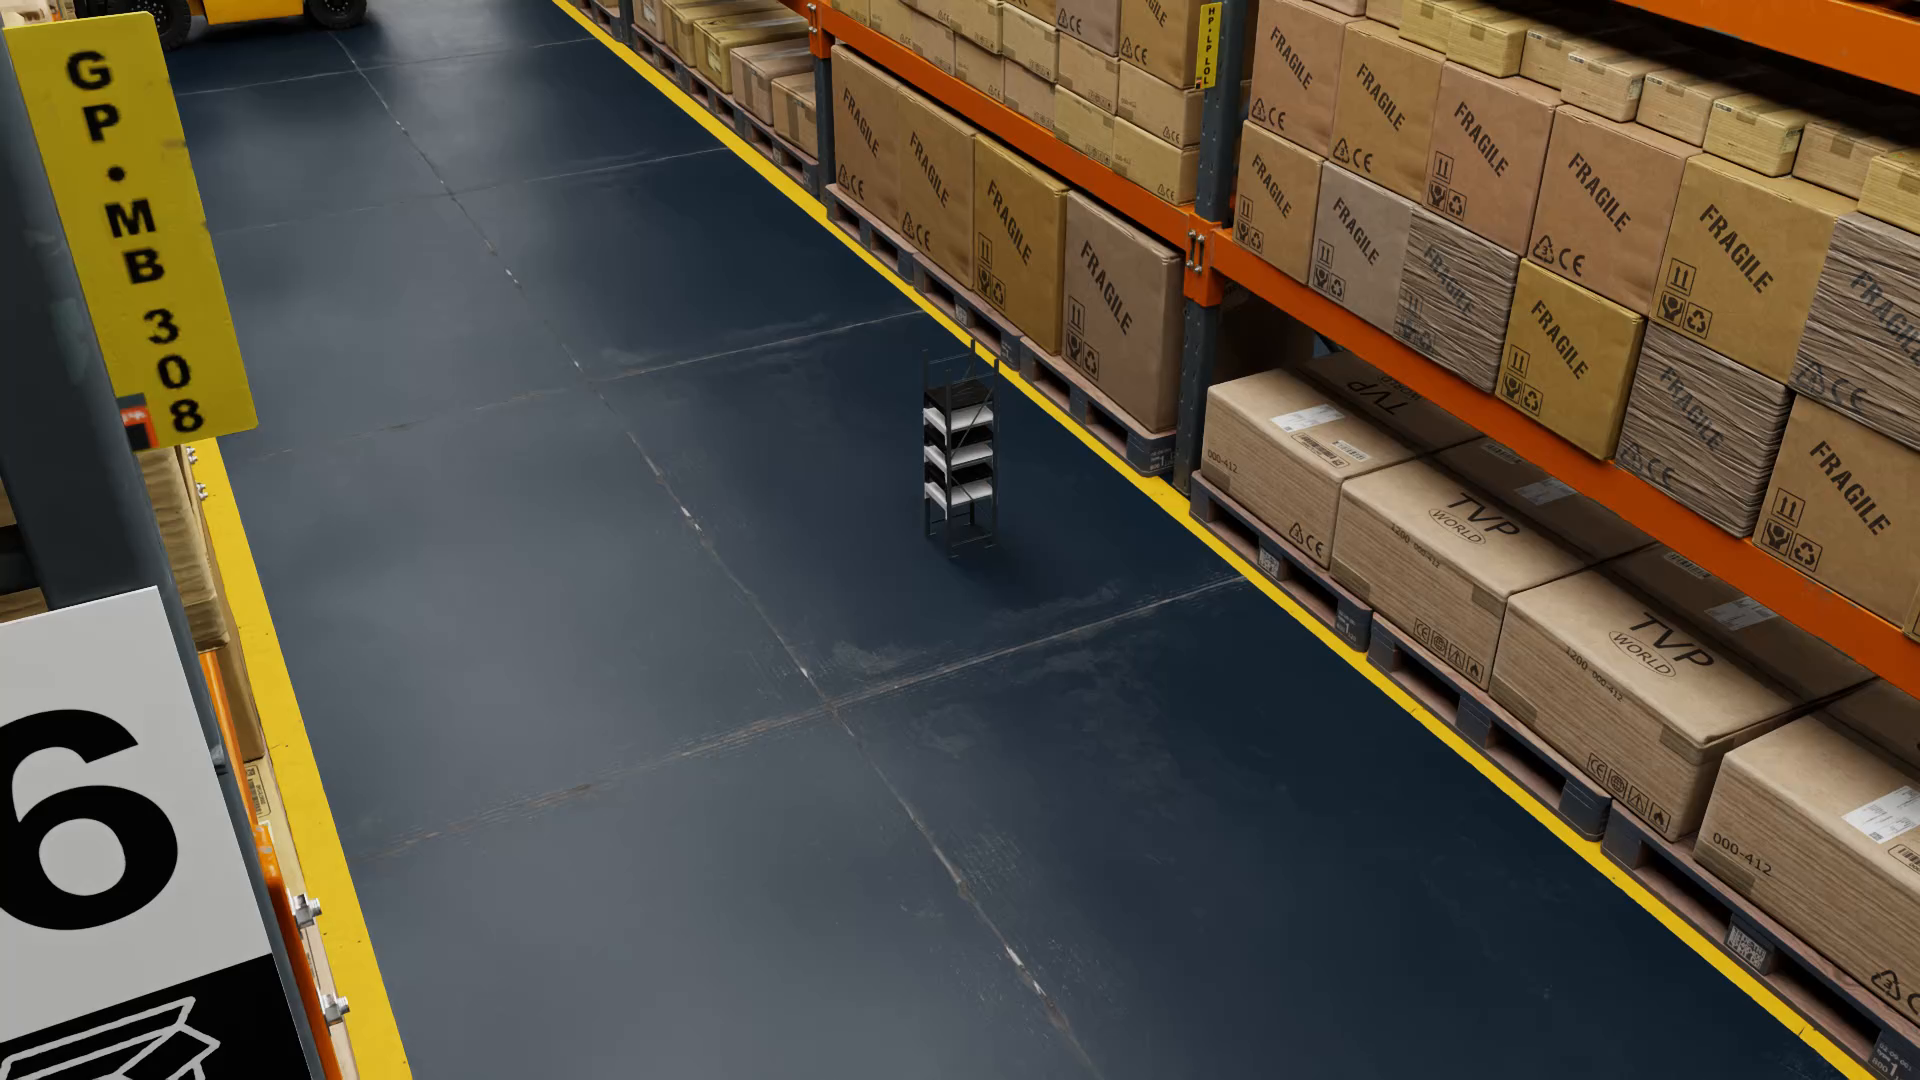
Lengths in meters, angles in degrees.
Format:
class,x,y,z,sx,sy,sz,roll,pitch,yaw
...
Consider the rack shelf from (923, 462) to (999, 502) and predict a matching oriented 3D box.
class,x,y,z,sx,sy,sz,roll,pitch,yaw
rack shelf,0.004,-0.271,7.068,0.258,0.077,0.200,-16,36,-23

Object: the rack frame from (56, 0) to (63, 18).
class,x,y,z,sx,sy,sz,roll,pitch,yaw
rack frame,-4.811,-2.265,8.005,1.000,3.000,0.127,-16,36,-23

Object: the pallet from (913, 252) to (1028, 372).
class,x,y,z,sx,sy,sz,roll,pitch,yaw
pallet,0.444,-1.365,9.184,1.003,0.211,1.213,-16,36,-23

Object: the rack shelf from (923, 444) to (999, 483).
class,x,y,z,sx,sy,sz,roll,pitch,yaw
rack shelf,0.004,-0.347,7.019,0.258,0.077,0.200,-16,36,-23

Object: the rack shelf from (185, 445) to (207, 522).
class,x,y,z,sx,sy,sz,roll,pitch,yaw
rack shelf,-3.878,-1.008,6.709,1.077,0.370,4.000,-16,36,-23

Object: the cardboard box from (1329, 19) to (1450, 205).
class,x,y,z,sx,sy,sz,roll,pitch,yaw
cardboard box,1.681,-1.539,5.852,0.500,0.500,0.500,-16,36,-24

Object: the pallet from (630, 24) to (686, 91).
class,x,y,z,sx,sy,sz,roll,pitch,yaw
pallet,-1.922,-3.879,13.109,1.003,0.211,1.213,-16,36,-23

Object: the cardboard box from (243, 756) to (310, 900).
class,x,y,z,sx,sy,sz,roll,pitch,yaw
cardboard box,-1.529,0.725,3.201,0.500,0.250,0.500,-17,36,-24

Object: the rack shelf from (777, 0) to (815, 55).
class,x,y,z,sx,sy,sz,roll,pitch,yaw
rack shelf,-1.354,-4.167,11.640,1.077,0.370,4.000,-16,36,-23

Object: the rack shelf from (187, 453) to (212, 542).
class,x,y,z,sx,sy,sz,roll,pitch,yaw
rack shelf,-2.013,0.901,3.730,1.077,0.370,4.000,-16,36,-23

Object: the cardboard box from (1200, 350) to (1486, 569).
class,x,y,z,sx,sy,sz,roll,pitch,yaw
cardboard box,1.641,-0.378,7.045,0.875,0.438,0.875,-16,36,-24

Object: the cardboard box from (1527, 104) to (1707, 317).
class,x,y,z,sx,sy,sz,roll,pitch,yaw
cardboard box,2.143,-1.050,5.089,0.500,0.500,0.500,-16,36,-23

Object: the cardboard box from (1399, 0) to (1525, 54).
class,x,y,z,sx,sy,sz,roll,pitch,yaw
cardboard box,1.713,-1.763,5.600,0.380,0.149,0.250,-16,36,-23

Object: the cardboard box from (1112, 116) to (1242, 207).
class,x,y,z,sx,sy,sz,roll,pitch,yaw
cardboard box,1.011,-1.694,7.252,0.500,0.250,0.500,-17,36,-24

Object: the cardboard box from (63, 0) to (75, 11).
class,x,y,z,sx,sy,sz,roll,pitch,yaw
cardboard box,-6.624,-3.924,11.827,0.500,0.250,0.500,-16,36,-24

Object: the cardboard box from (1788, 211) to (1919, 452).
class,x,y,z,sx,sy,sz,roll,pitch,yaw
cardboard box,2.603,-0.573,4.344,0.500,0.500,0.500,-16,36,-23

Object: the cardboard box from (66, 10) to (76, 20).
class,x,y,z,sx,sy,sz,roll,pitch,yaw
cardboard box,-6.628,-3.712,11.960,0.500,0.250,0.500,-16,36,-23

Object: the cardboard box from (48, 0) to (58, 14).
class,x,y,z,sx,sy,sz,roll,pitch,yaw
cardboard box,-2.248,-1.269,3.532,0.500,0.250,0.500,-17,36,-25

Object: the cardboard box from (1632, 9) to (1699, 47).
class,x,y,z,sx,sy,sz,roll,pitch,yaw
cardboard box,2.409,-1.650,5.424,0.380,0.149,0.250,-17,36,-24

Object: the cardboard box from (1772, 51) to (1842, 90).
class,x,y,z,sx,sy,sz,roll,pitch,yaw
cardboard box,2.702,-1.423,5.070,0.380,0.149,0.250,-17,36,-24

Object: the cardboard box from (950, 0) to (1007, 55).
class,x,y,z,sx,sy,sz,roll,pitch,yaw
cardboard box,0.282,-2.625,8.243,0.500,0.250,0.500,-15,36,-22

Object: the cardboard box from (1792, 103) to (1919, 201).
class,x,y,z,sx,sy,sz,roll,pitch,yaw
cardboard box,2.489,-1.045,4.480,0.380,0.149,0.250,-16,36,-24

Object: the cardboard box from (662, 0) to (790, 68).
class,x,y,z,sx,sy,sz,roll,pitch,yaw
cardboard box,-1.702,-3.903,12.608,0.950,0.372,0.625,-14,35,-20

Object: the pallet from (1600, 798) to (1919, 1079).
class,x,y,z,sx,sy,sz,roll,pitch,yaw
pallet,2.866,1.115,5.314,1.003,0.211,1.213,-16,36,-23

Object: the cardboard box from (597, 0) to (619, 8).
class,x,y,z,sx,sy,sz,roll,pitch,yaw
cardboard box,-2.800,-4.658,13.899,0.500,0.250,0.500,-14,35,-21

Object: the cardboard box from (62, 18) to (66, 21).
class,x,y,z,sx,sy,sz,roll,pitch,yaw
cardboard box,-3.886,-1.753,6.720,0.797,0.503,0.637,-17,36,-24

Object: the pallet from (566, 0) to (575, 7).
class,x,y,z,sx,sy,sz,roll,pitch,yaw
pallet,-3.204,-5.145,15.084,1.003,0.211,1.213,-16,36,-23

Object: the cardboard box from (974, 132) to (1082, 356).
class,x,y,z,sx,sy,sz,roll,pitch,yaw
cardboard box,0.656,-1.593,8.537,0.875,0.875,0.875,-15,36,-22

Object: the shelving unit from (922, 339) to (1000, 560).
class,x,y,z,sx,sy,sz,roll,pitch,yaw
shelving unit,0.004,-0.375,7.001,0.258,0.900,0.210,-16,36,-23

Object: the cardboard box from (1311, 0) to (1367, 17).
class,x,y,z,sx,sy,sz,roll,pitch,yaw
cardboard box,1.495,-2.008,5.984,0.380,0.149,0.250,-15,36,-22

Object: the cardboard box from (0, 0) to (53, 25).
class,x,y,z,sx,sy,sz,roll,pitch,yaw
cardboard box,-1.286,-0.505,1.877,0.500,0.250,0.500,-16,36,-23

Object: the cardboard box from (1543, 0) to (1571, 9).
class,x,y,z,sx,sy,sz,roll,pitch,yaw
cardboard box,2.137,-1.885,5.791,0.380,0.149,0.250,-16,36,-23

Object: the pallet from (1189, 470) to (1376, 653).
class,x,y,z,sx,sy,sz,roll,pitch,yaw
pallet,1.729,-0.050,7.132,1.003,0.211,1.213,-16,36,-23

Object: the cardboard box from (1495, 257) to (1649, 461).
class,x,y,z,sx,sy,sz,roll,pitch,yaw
cardboard box,2.128,-0.633,5.364,0.500,0.500,0.500,-15,35,-22

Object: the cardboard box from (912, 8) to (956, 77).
class,x,y,z,sx,sy,sz,roll,pitch,yaw
cardboard box,0.079,-2.663,8.765,0.500,0.250,0.500,-15,35,-22

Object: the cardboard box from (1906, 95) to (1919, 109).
class,x,y,z,sx,sy,sz,roll,pitch,yaw
cardboard box,2.875,-1.166,4.668,0.380,0.149,0.250,-16,36,-23

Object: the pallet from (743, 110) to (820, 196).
class,x,y,z,sx,sy,sz,roll,pitch,yaw
pallet,-0.785,-2.714,11.291,1.003,0.211,1.213,-16,36,-23

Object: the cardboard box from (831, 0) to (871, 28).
class,x,y,z,sx,sy,sz,roll,pitch,yaw
cardboard box,-0.416,-3.155,9.534,0.500,0.250,0.500,-17,36,-24

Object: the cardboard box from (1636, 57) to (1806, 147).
class,x,y,z,sx,sy,sz,roll,pitch,yaw
cardboard box,2.215,-1.280,4.846,0.380,0.149,0.250,-15,35,-22

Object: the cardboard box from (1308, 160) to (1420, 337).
class,x,y,z,sx,sy,sz,roll,pitch,yaw
cardboard box,1.662,-1.118,6.121,0.500,0.500,0.500,-16,36,-23

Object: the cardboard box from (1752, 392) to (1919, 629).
class,x,y,z,sx,sy,sz,roll,pitch,yaw
cardboard box,2.629,-0.147,4.605,0.500,0.500,0.500,-17,36,-24

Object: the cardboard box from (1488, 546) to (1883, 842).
class,x,y,z,sx,sy,sz,roll,pitch,yaw
cardboard box,2.478,0.480,5.706,0.875,0.438,0.875,-15,36,-22

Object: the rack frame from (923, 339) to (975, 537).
class,x,y,z,sx,sy,sz,roll,pitch,yaw
rack frame,-0.044,-0.424,7.077,0.240,0.900,0.006,-16,36,-23

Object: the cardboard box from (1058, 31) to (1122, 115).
class,x,y,z,sx,sy,sz,roll,pitch,yaw
cardboard box,0.783,-2.140,7.485,0.500,0.250,0.500,-15,36,-22

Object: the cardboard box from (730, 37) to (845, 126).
class,x,y,z,sx,sy,sz,roll,pitch,yaw
cardboard box,-1.027,-3.208,11.523,0.950,0.372,0.625,-17,36,-24

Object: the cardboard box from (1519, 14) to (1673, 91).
class,x,y,z,sx,sy,sz,roll,pitch,yaw
cardboard box,2.001,-1.530,5.236,0.380,0.149,0.250,-16,36,-23

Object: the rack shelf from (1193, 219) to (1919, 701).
class,x,y,z,sx,sy,sz,roll,pitch,yaw
rack shelf,2.376,-0.349,5.681,1.077,0.370,4.000,-16,36,-23

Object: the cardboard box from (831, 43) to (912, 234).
class,x,y,z,sx,sy,sz,roll,pitch,yaw
cardboard box,-0.173,-2.447,9.869,0.875,0.875,0.875,-16,36,-24

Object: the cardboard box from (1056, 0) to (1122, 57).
class,x,y,z,sx,sy,sz,roll,pitch,yaw
cardboard box,0.765,-2.465,7.297,0.500,0.500,0.500,-15,36,-22

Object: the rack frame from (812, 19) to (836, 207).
class,x,y,z,sx,sy,sz,roll,pitch,yaw
rack frame,-0.422,-3.515,9.956,1.000,3.000,0.127,-16,36,-23

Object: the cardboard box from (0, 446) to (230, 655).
class,x,y,z,sx,sy,sz,roll,pitch,yaw
cardboard box,-1.046,-0.053,1.635,0.500,0.250,0.500,-16,36,-24

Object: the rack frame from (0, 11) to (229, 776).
class,x,y,z,sx,sy,sz,roll,pitch,yaw
rack frame,-1.081,-0.973,0.427,1.000,3.000,0.127,-16,36,-23

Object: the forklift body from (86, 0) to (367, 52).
class,x,y,z,sx,sy,sz,roll,pitch,yaw
forklift body,-6.043,-5.279,13.497,2.313,2.155,1.214,-16,36,-23

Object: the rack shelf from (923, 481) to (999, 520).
class,x,y,z,sx,sy,sz,roll,pitch,yaw
rack shelf,0.004,-0.195,7.116,0.258,0.077,0.200,-16,36,-23

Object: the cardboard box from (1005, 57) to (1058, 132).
class,x,y,z,sx,sy,sz,roll,pitch,yaw
cardboard box,0.556,-2.183,8.016,0.500,0.250,0.500,-17,36,-24

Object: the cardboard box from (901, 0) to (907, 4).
class,x,y,z,sx,sy,sz,roll,pitch,yaw
cardboard box,-0.164,-3.112,9.002,0.500,0.250,0.500,-15,36,-22

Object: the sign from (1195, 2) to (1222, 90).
class,x,y,z,sx,sy,sz,roll,pitch,yaw
sign,0.968,-1.919,6.466,0.100,0.325,0.005,-16,36,-23
